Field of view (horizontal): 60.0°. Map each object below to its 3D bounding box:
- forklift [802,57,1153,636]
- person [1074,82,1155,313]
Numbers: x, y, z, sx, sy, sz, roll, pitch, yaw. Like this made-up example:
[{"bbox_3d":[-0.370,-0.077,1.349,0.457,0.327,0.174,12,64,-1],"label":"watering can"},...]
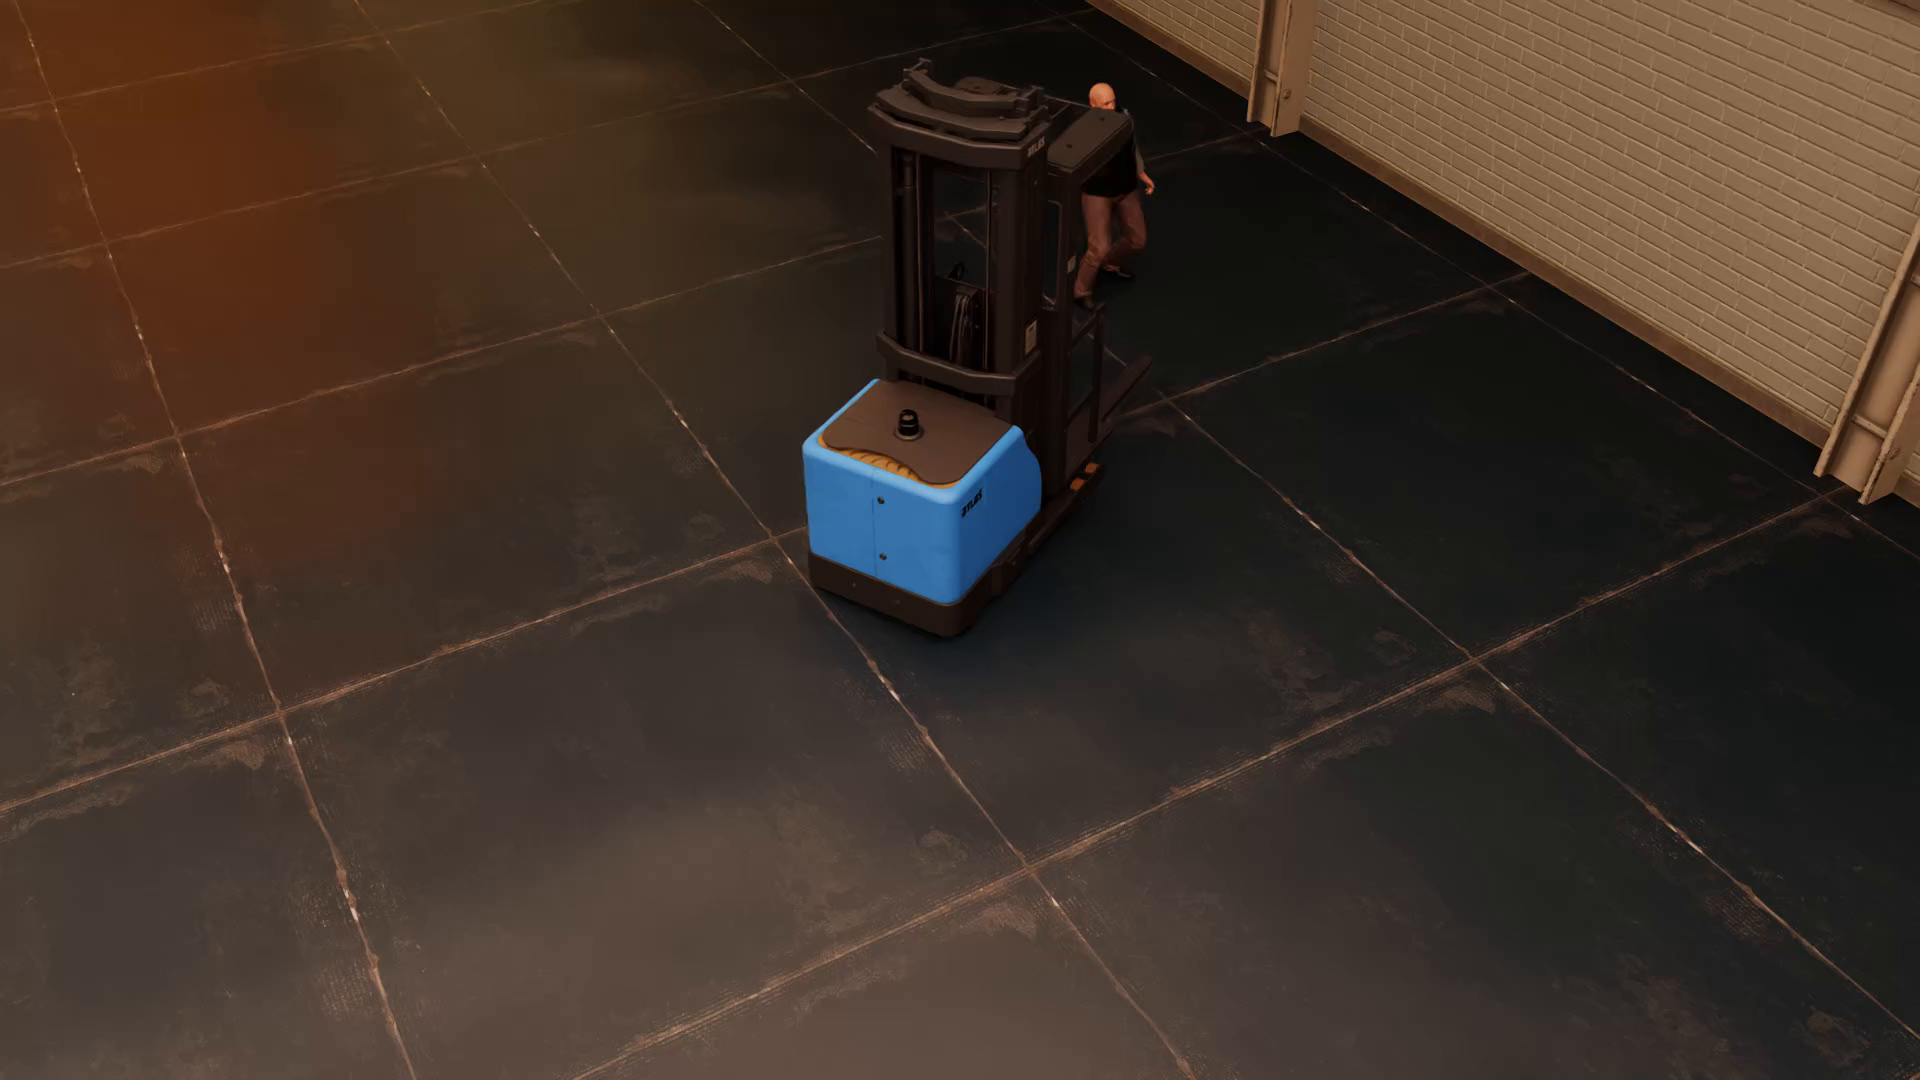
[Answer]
[{"bbox_3d":[0.278,-1.496,9.839,1.130,2.935,3.031,21,44,23],"label":"forklift"},{"bbox_3d":[1.057,-2.497,12.056,0.764,1.653,0.513,-23,45,-25],"label":"person"}]
